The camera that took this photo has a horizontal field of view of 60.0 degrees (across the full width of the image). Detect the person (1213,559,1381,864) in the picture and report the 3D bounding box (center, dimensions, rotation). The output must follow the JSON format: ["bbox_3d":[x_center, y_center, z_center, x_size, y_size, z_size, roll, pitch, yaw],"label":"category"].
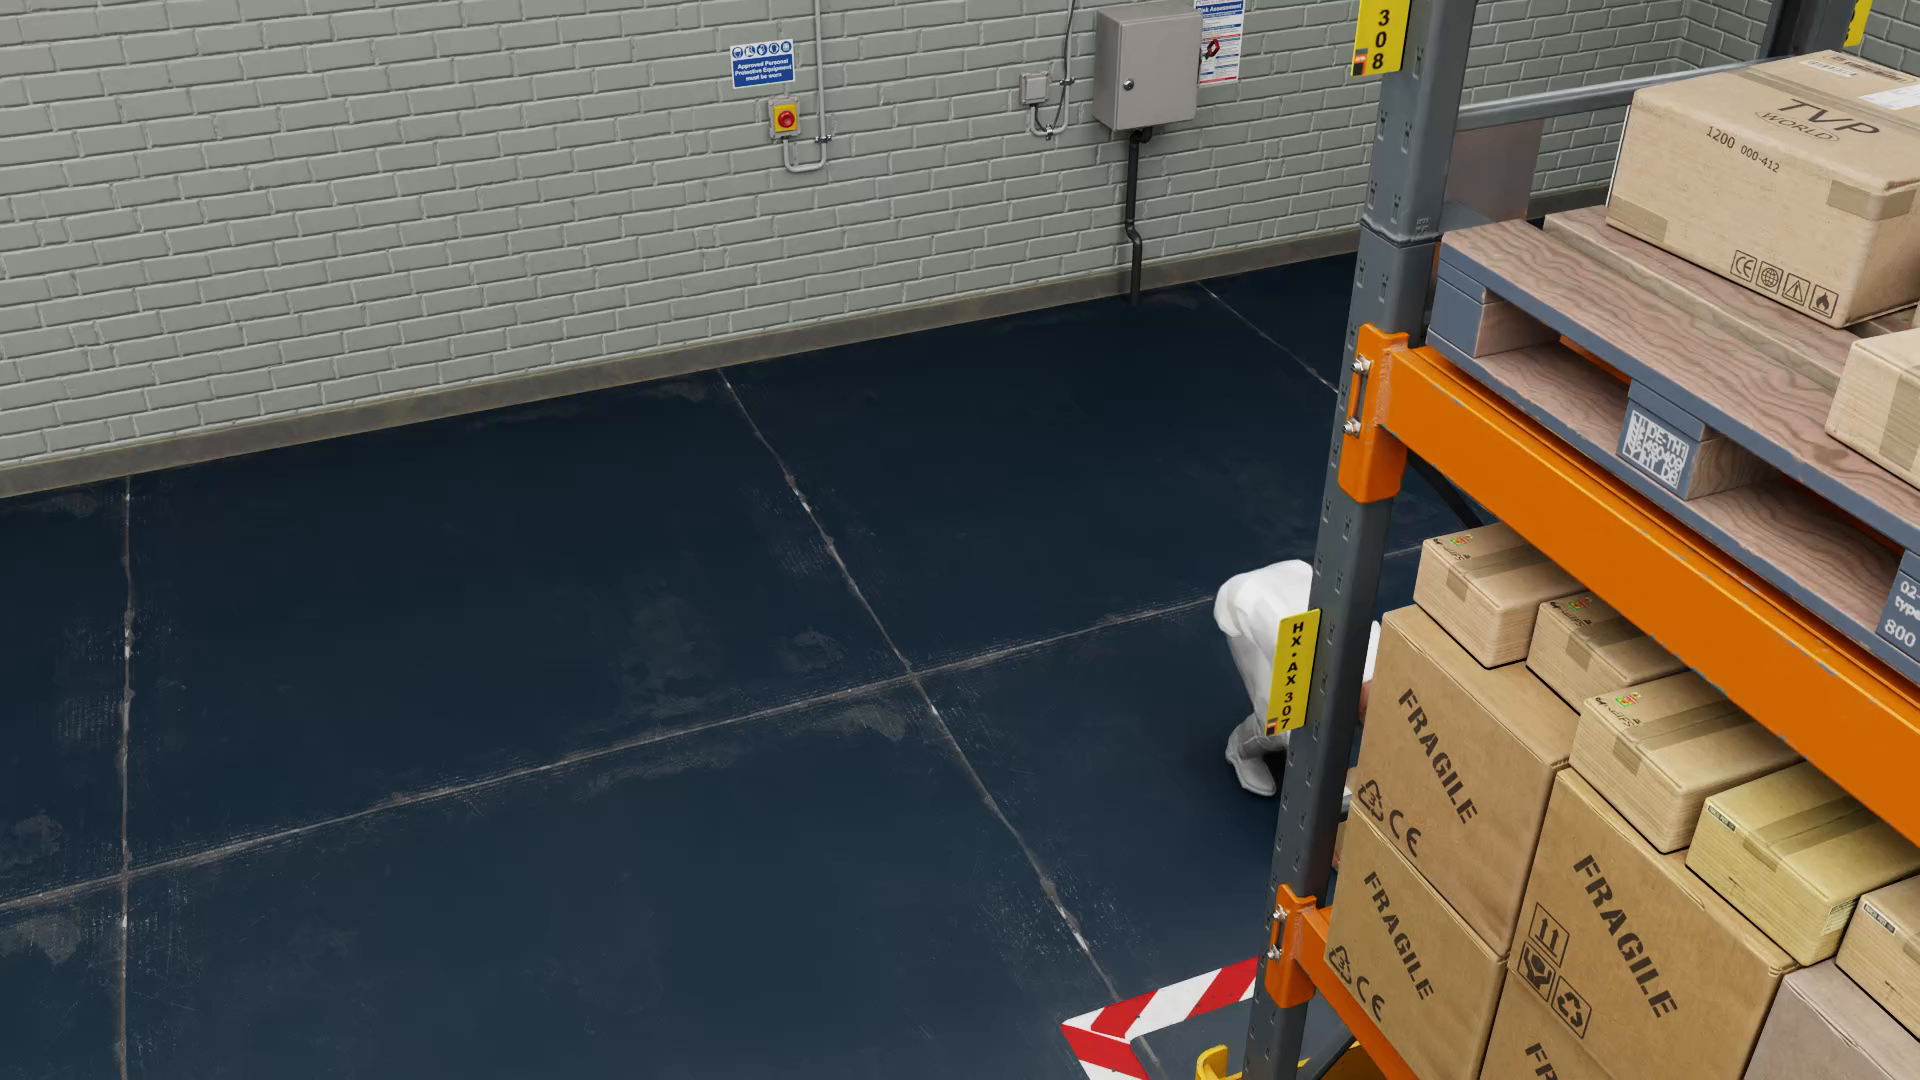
[{"bbox_3d":[1.311,0.600,6.048,0.515,0.874,0.980,-14,36,-21],"label":"person"}]
